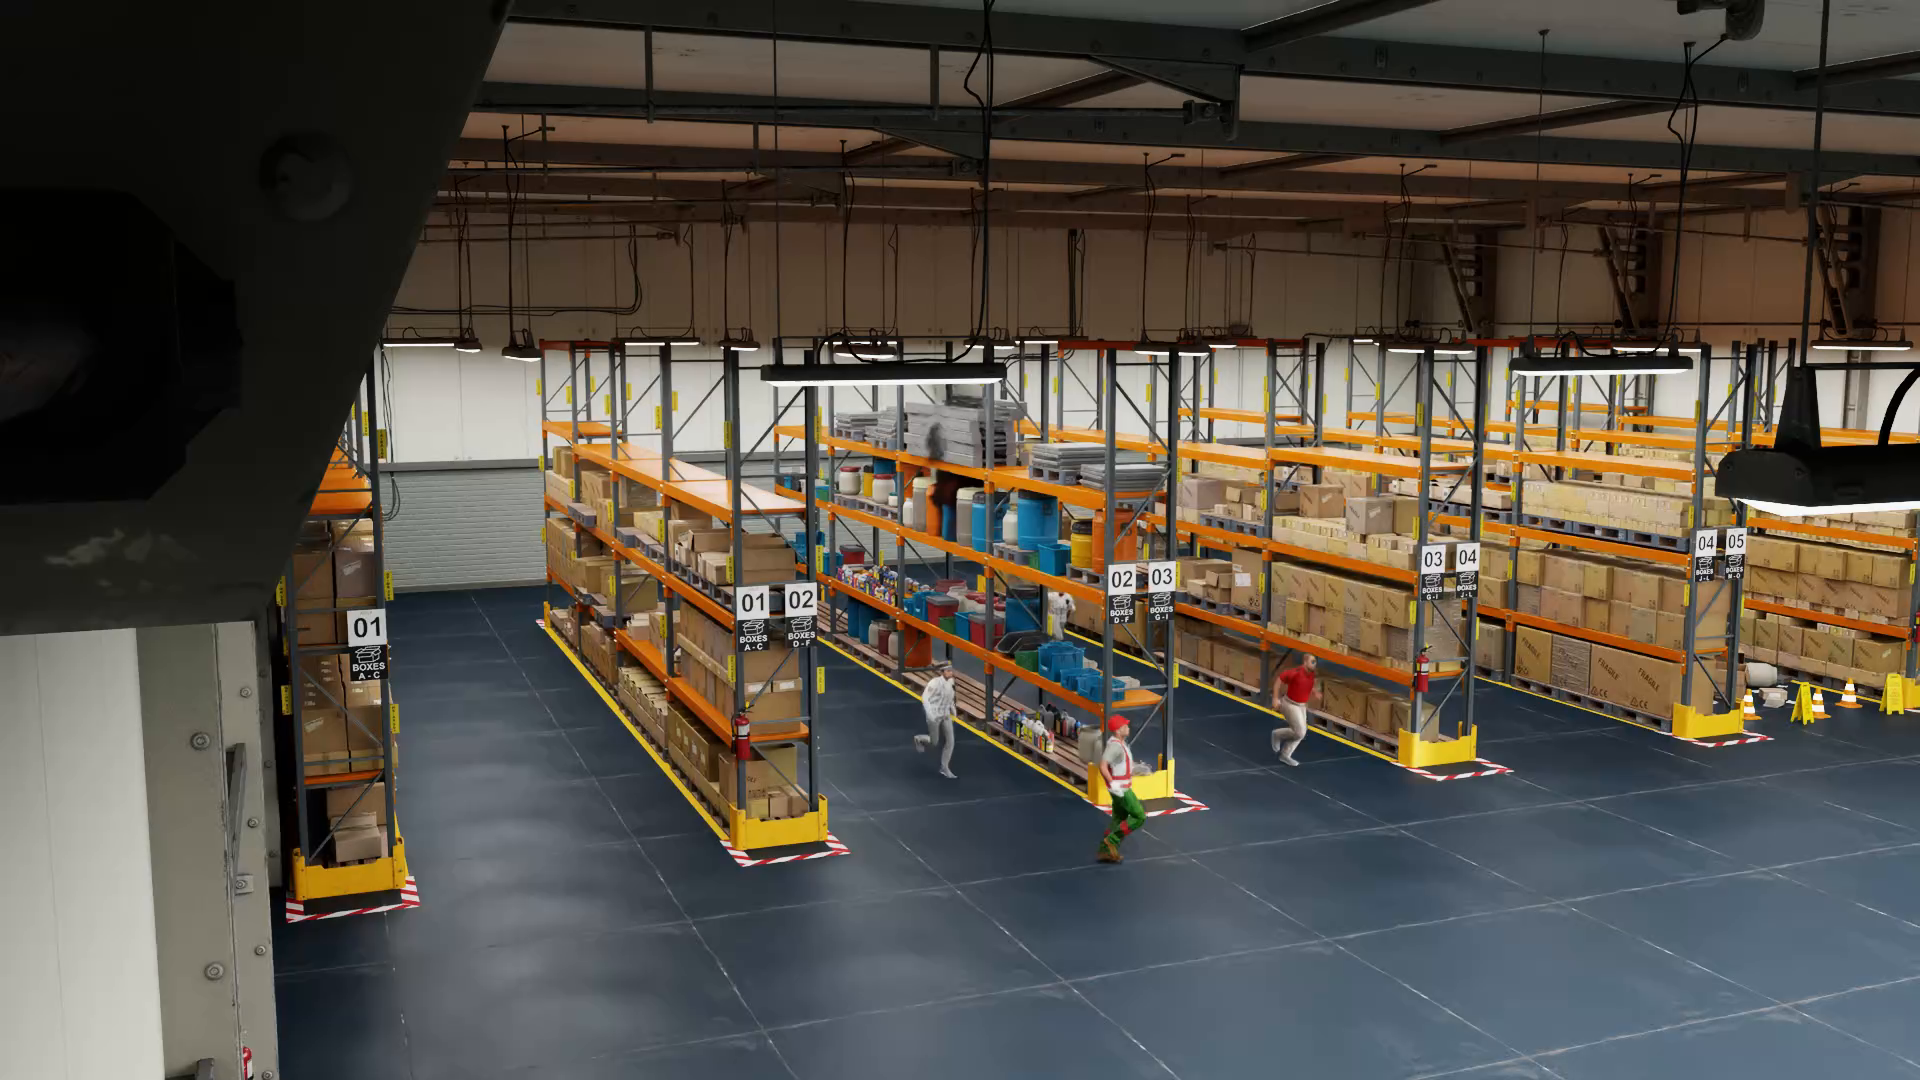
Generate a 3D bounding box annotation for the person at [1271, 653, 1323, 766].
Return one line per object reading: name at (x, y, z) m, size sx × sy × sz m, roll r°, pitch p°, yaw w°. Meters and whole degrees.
person at (4.851, 2.428, 23.904) m, size 0.748 × 1.655 × 0.652 m, roll 6°, pitch 10°, yaw 40°

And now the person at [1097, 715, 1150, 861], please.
person at (1.929, 2.918, 19.545) m, size 0.615 × 1.743 × 0.650 m, roll 0°, pitch 7°, yaw 3°

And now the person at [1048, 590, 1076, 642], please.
person at (1.789, 1.525, 30.703) m, size 0.603 × 1.648 × 0.883 m, roll -3°, pitch 8°, yaw -24°

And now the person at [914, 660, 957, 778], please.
person at (-0.328, 2.493, 23.520) m, size 0.626 × 1.673 × 0.846 m, roll -6°, pitch 10°, yaw -40°

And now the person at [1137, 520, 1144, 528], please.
person at (4.309, 0.013, 41.965) m, size 0.622 × 1.741 × 0.584 m, roll 2°, pitch 8°, yaw 18°
